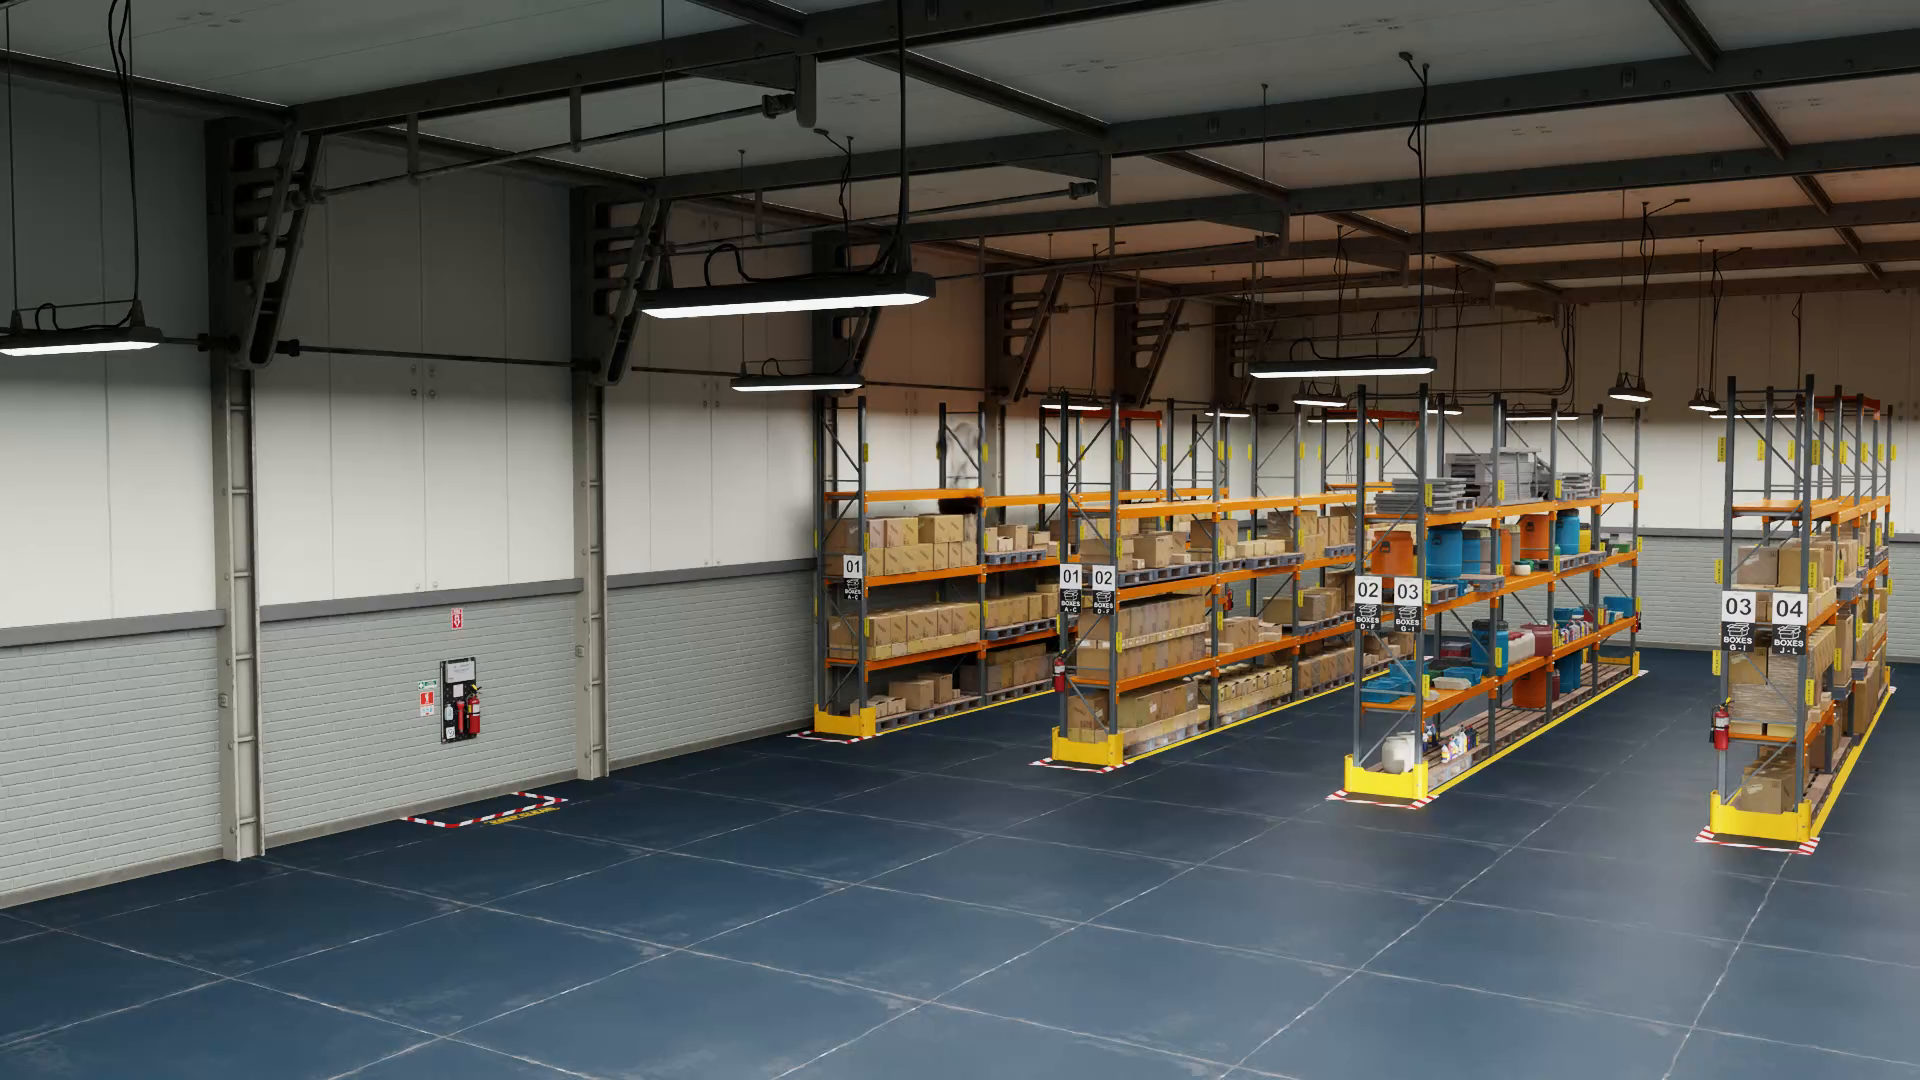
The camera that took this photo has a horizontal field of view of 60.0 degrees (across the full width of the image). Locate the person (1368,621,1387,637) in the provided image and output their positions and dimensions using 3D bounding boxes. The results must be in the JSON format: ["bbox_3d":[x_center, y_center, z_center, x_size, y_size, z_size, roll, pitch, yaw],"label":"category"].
[{"bbox_3d":[10.699,1.949,42.675,0.696,1.692,0.698,-2,3,-28],"label":"person"}]
